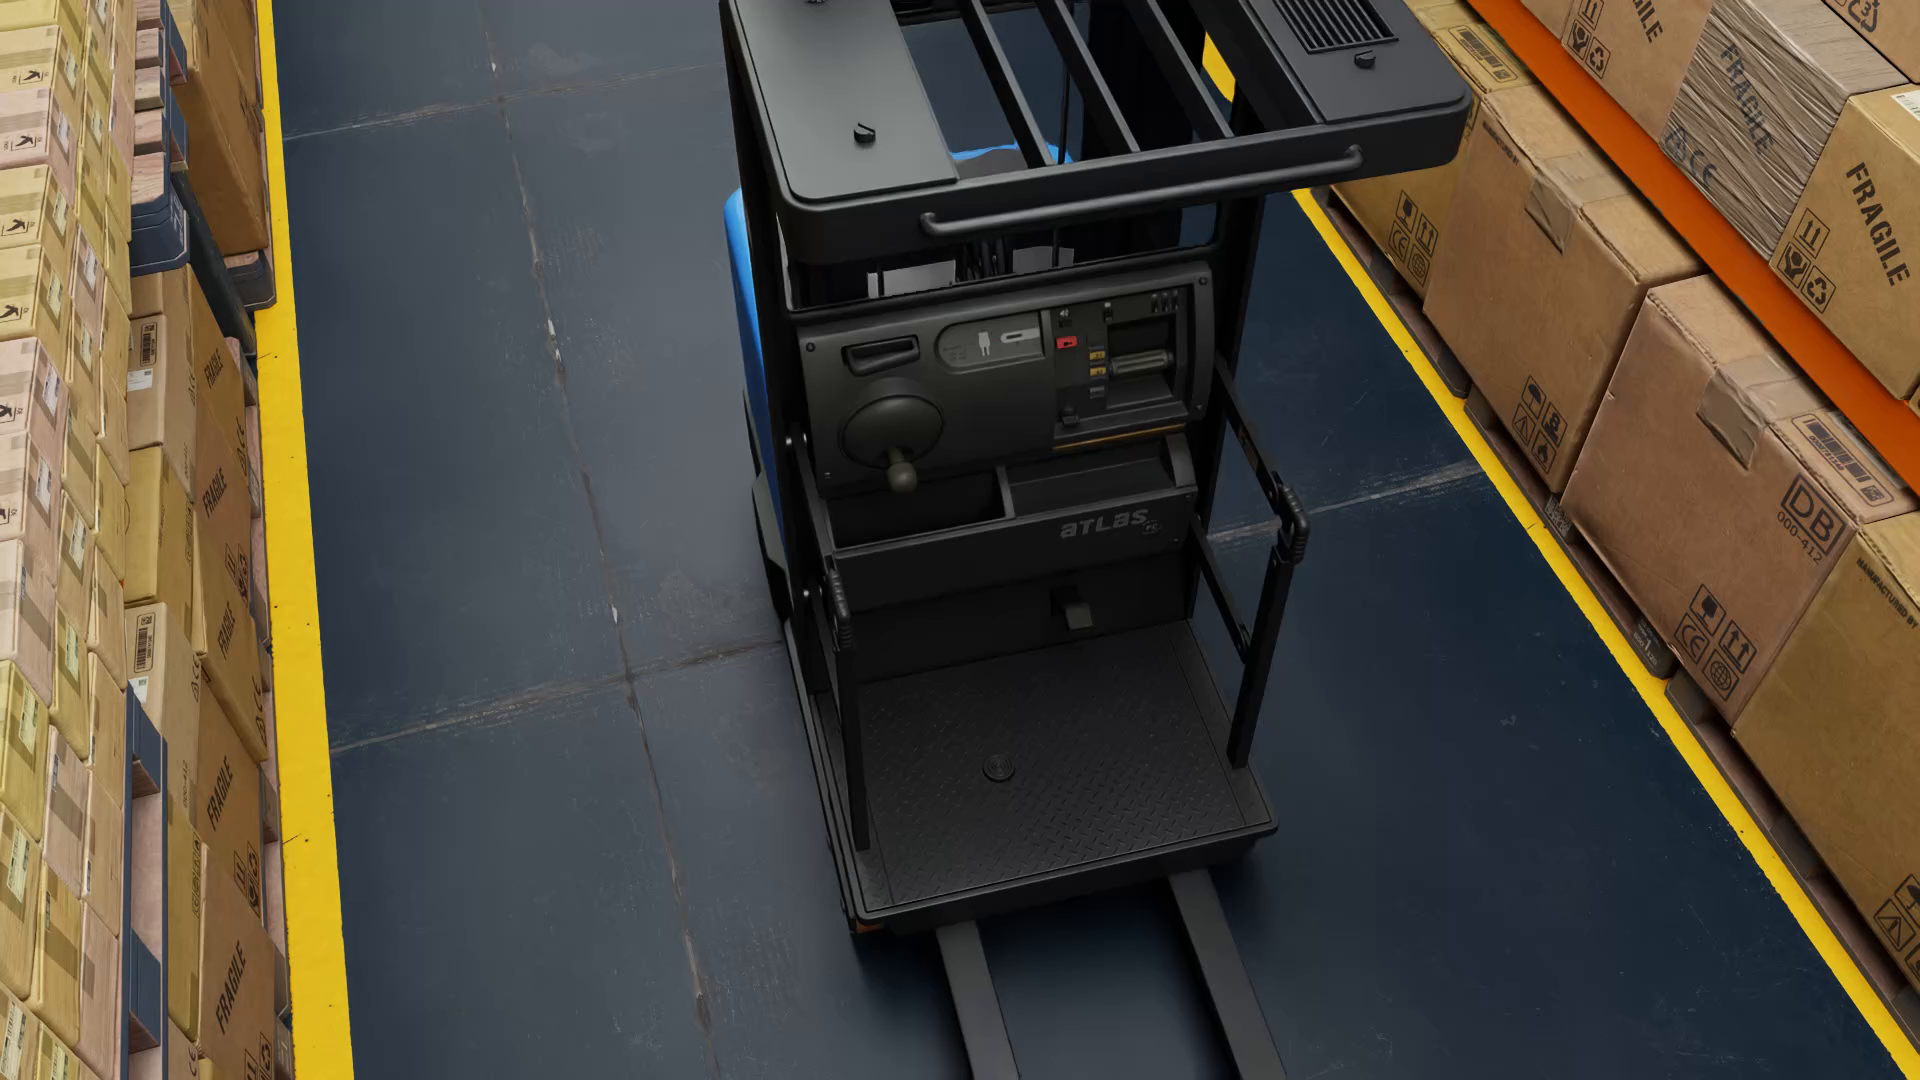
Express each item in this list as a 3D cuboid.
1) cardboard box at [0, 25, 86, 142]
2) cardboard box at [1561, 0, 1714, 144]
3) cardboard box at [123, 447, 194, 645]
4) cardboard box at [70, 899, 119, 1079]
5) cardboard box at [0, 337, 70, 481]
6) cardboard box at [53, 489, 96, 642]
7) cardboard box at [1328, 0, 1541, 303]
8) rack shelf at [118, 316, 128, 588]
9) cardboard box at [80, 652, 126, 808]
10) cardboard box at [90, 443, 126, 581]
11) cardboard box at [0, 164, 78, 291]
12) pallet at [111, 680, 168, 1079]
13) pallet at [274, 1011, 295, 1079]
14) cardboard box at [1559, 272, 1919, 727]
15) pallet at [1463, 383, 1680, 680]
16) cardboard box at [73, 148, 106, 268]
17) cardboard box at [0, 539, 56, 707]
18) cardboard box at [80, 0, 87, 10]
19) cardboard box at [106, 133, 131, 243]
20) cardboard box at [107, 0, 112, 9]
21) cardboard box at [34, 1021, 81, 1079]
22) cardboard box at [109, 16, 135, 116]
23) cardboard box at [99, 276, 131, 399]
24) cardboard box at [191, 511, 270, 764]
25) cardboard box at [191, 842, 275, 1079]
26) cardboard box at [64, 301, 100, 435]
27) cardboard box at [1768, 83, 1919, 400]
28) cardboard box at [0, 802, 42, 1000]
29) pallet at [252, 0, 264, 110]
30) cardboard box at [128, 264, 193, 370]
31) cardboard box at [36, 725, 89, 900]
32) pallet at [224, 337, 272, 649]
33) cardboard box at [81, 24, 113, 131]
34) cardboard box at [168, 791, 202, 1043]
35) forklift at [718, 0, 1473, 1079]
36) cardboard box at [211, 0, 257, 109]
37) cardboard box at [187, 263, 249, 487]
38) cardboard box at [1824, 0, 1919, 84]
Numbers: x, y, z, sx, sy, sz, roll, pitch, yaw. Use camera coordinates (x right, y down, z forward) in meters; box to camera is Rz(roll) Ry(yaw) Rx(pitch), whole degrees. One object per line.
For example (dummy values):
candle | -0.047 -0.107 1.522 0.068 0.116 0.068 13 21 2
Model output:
cardboard box | -2.125 -0.957 3.596 0.380 0.149 0.250 -12 51 -10
cardboard box | 2.021 -1.449 4.444 0.500 0.500 0.500 -14 51 -12
cardboard box | -2.193 0.075 4.095 0.500 0.250 0.500 -12 51 -10
cardboard box | -1.522 0.739 2.555 0.380 0.149 0.250 -13 51 -10
cardboard box | -1.818 -0.195 2.953 0.380 0.149 0.250 -12 51 -10
cardboard box | -1.749 0.081 2.915 0.380 0.149 0.250 -11 51 -10
cardboard box | 2.012 -1.524 5.688 1.225 0.875 0.875 -15 52 -13
rack shelf | -2.349 0.158 3.626 1.077 0.370 4.000 -13 51 -11
cardboard box | -1.666 0.372 2.864 0.380 0.149 0.250 -13 51 -11
cardboard box | -1.826 -0.012 3.188 0.380 0.149 0.250 -14 51 -12
cardboard box | -1.977 -0.582 3.279 0.380 0.149 0.250 -11 51 -9
pallet | -1.844 0.857 2.691 1.003 0.211 1.213 -13 51 -11
pallet | -1.989 1.717 3.664 1.003 0.211 1.213 -13 51 -11
cardboard box | 2.537 -0.227 4.595 1.225 0.875 0.875 -15 51 -12
pallet | 2.346 -0.202 5.282 1.003 0.211 1.213 -13 51 -11
cardboard box | -2.053 -0.676 3.553 0.380 0.149 0.250 -14 51 -11
cardboard box | -1.668 0.176 2.641 0.380 0.149 0.250 -14 51 -11
cardboard box | -2.285 -1.343 3.921 0.380 0.149 0.250 -14 51 -11
cardboard box | -2.137 -0.781 3.836 0.380 0.149 0.250 -14 51 -11
cardboard box | -2.359 -1.427 4.187 0.380 0.149 0.250 -12 51 -10
cardboard box | -1.435 0.844 2.271 0.380 0.149 0.250 -13 51 -10
cardboard box | -2.284 -1.151 4.148 0.380 0.149 0.250 -13 51 -11
cardboard box | -1.981 -0.395 3.511 0.380 0.149 0.250 -12 51 -10
cardboard box | -2.174 0.319 4.379 0.500 0.500 0.500 -15 52 -13
cardboard box | -1.881 1.071 3.745 0.500 0.500 0.500 -11 51 -9
cardboard box | -1.899 -0.297 3.234 0.380 0.149 0.250 -14 51 -12
cardboard box | 2.311 -0.716 3.827 0.500 0.500 0.500 -14 51 -11
cardboard box | -1.523 0.546 2.328 0.380 0.149 0.250 -12 51 -10
pallet | -3.459 -2.119 6.898 1.003 0.211 1.213 -13 51 -11
cardboard box | -2.488 -0.666 4.719 0.500 0.250 0.500 -14 51 -12
cardboard box | -1.590 0.467 2.589 0.380 0.149 0.250 -12 51 -10
pallet | -2.711 -0.065 5.167 1.003 0.211 1.213 -13 51 -11
cardboard box | -2.198 -1.041 3.861 0.380 0.149 0.250 -12 51 -10
cardboard box | -1.883 0.827 3.460 0.500 0.250 0.500 -12 51 -10
forklift | 0.169 -0.249 3.543 1.130 2.935 3.031 -11 51 -9
cardboard box | -3.296 -2.048 6.211 1.050 0.750 0.750 -13 51 -10
cardboard box | -2.496 -0.443 5.022 0.500 0.500 0.500 -14 51 -11
cardboard box | 2.423 -1.436 3.777 0.797 0.503 0.637 -12 51 -10
